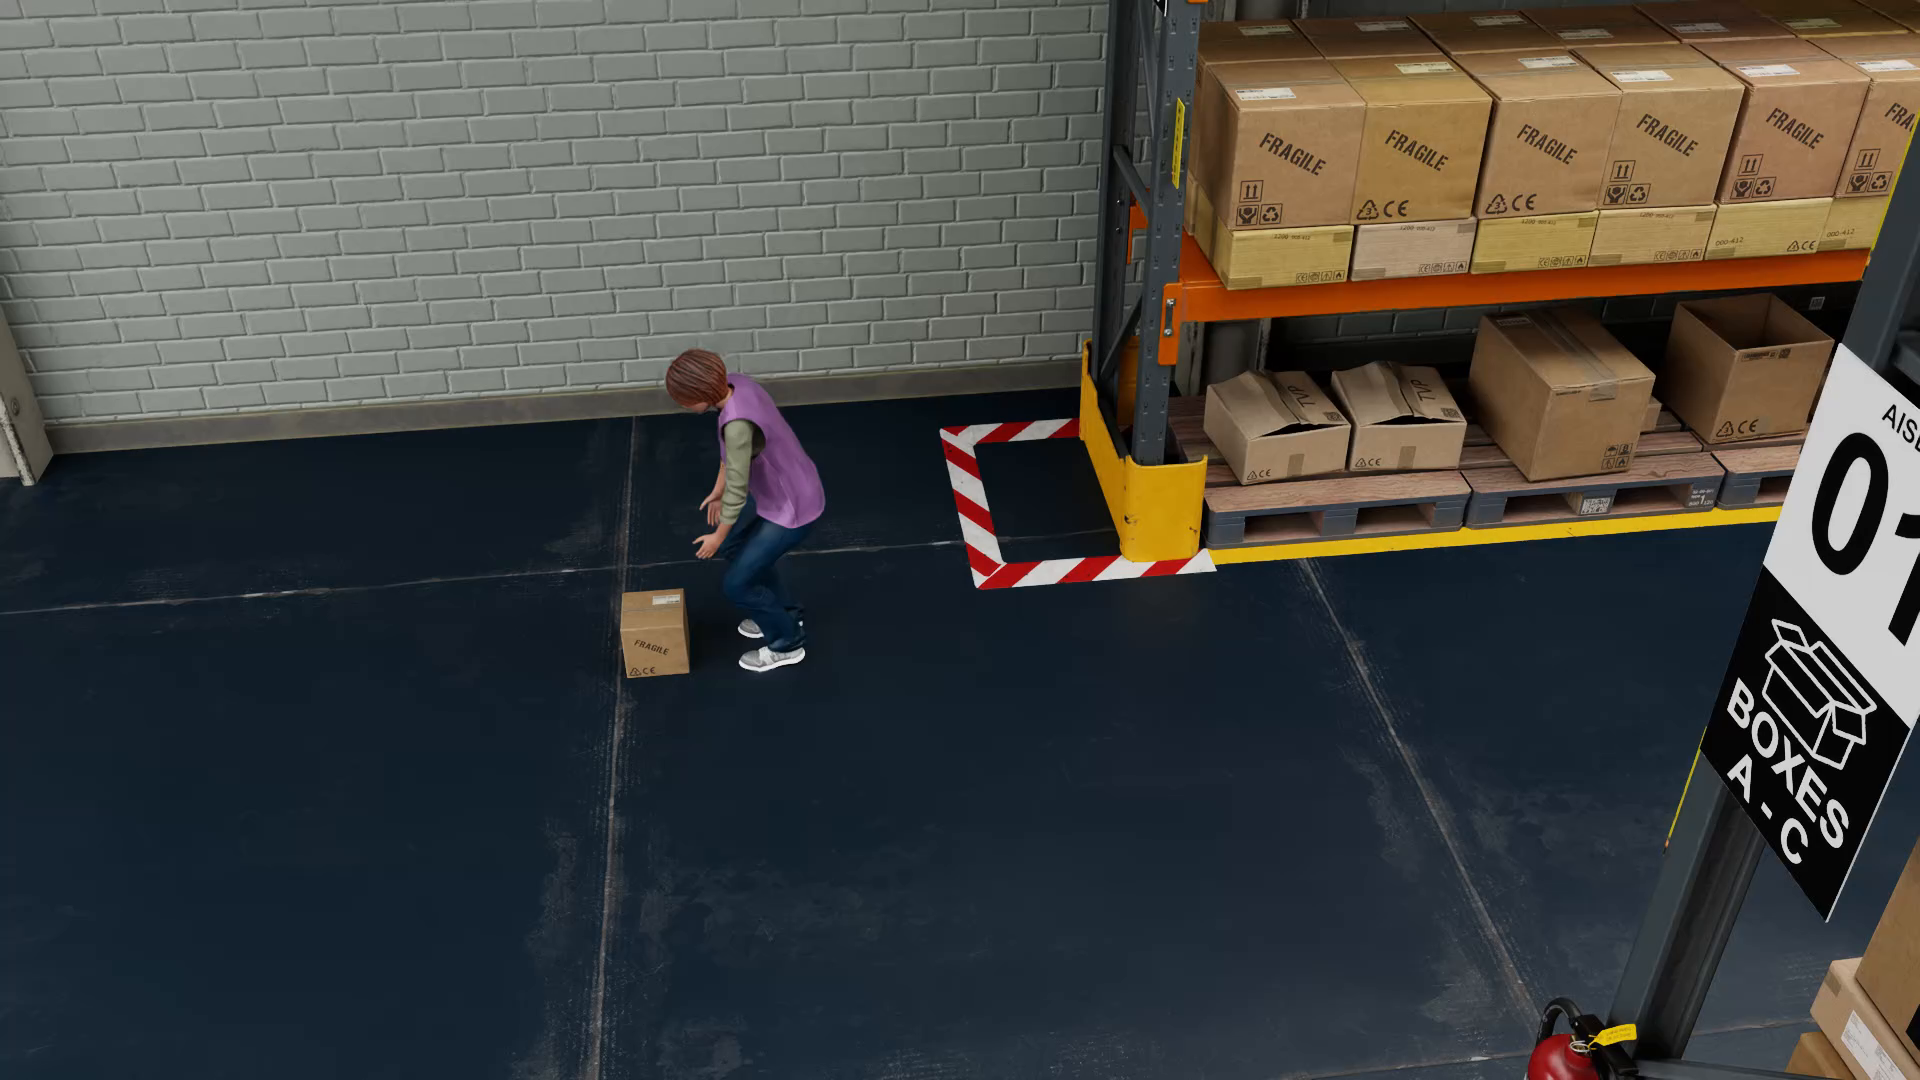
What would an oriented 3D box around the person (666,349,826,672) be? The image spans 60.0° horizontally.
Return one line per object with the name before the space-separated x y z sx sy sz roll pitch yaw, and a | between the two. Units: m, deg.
person | -0.801 -0.113 6.473 0.560 1.423 0.456 -4 35 -6
